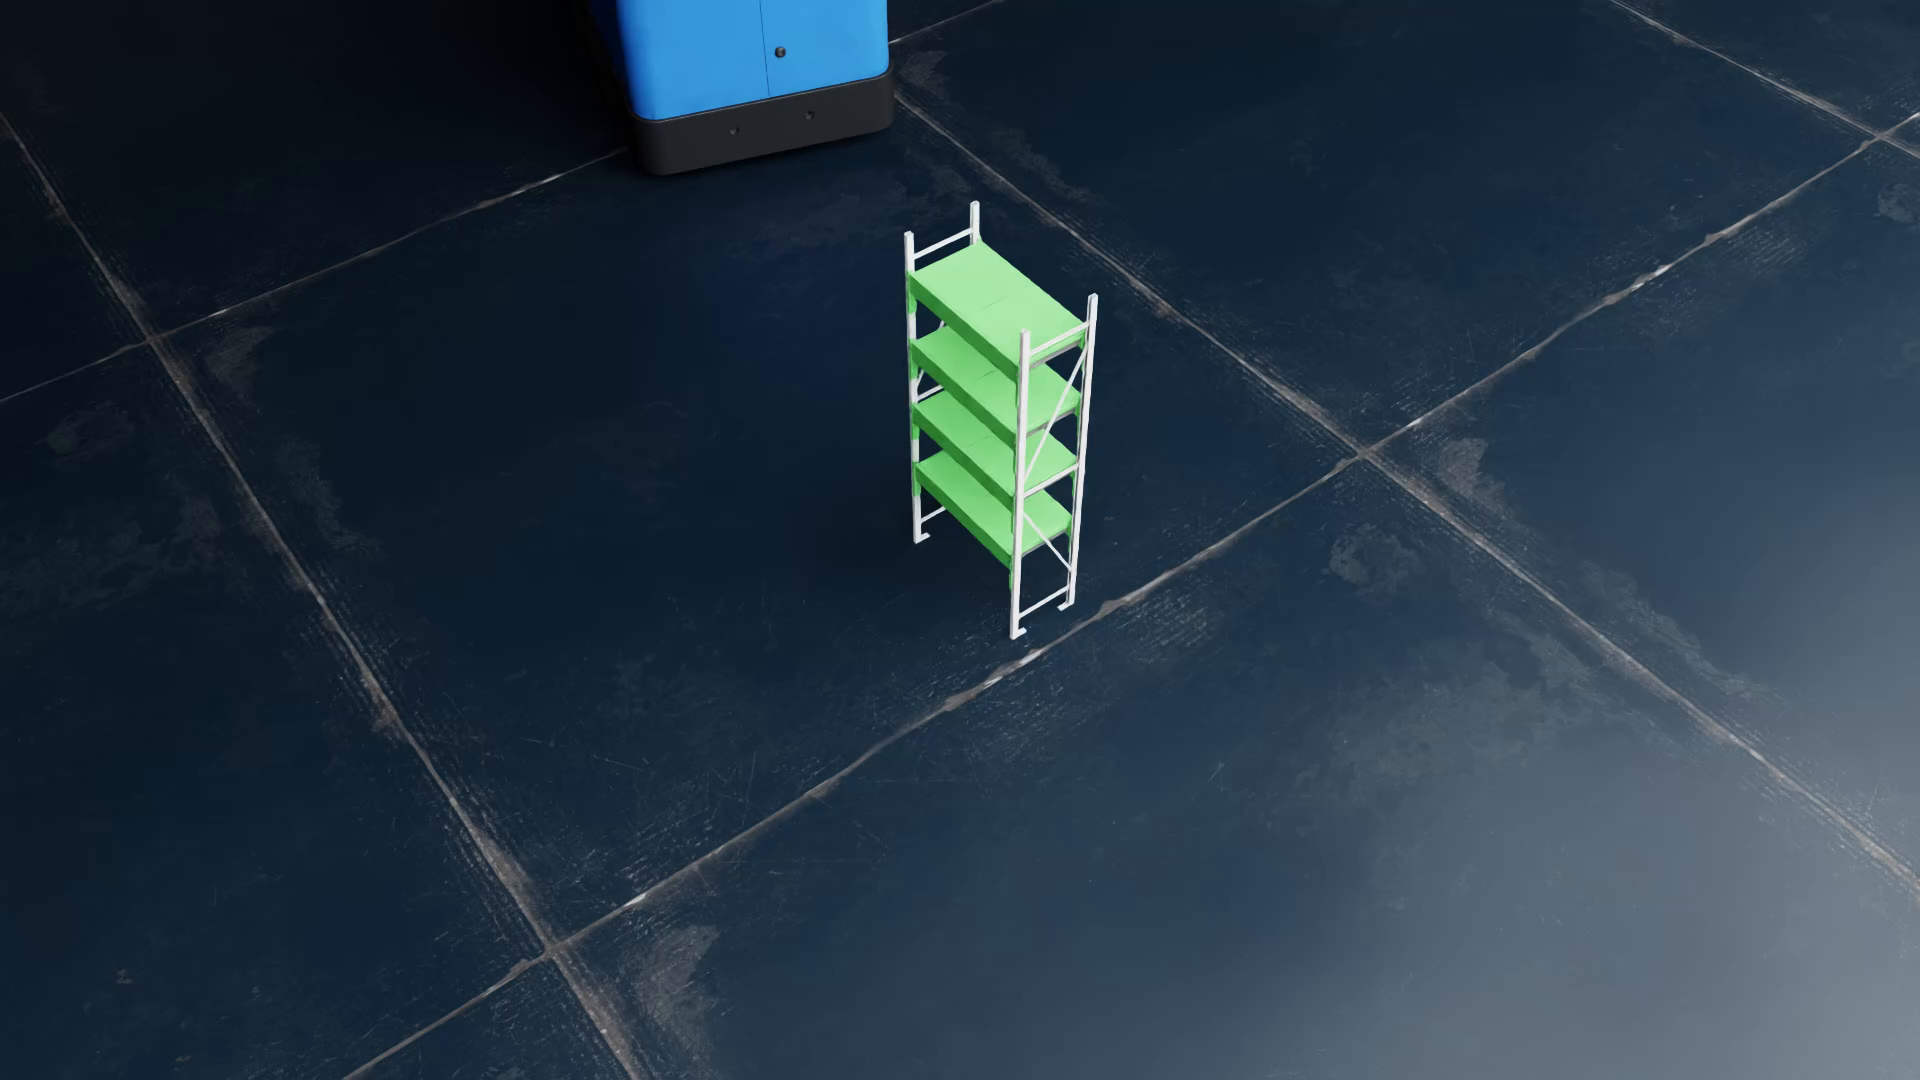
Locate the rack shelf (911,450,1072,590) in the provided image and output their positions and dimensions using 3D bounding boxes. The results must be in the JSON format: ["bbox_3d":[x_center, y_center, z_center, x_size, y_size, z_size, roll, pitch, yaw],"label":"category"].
[{"bbox_3d":[0.100,-0.101,4.942,0.258,0.148,0.480,-29,54,-24],"label":"rack shelf"}]

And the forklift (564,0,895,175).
[{"bbox_3d":[-1.244,-3.511,6.455,1.130,2.935,3.031,-15,50,-13],"label":"forklift"}]

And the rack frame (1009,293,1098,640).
[{"bbox_3d":[0.248,-0.162,4.587,0.240,1.200,0.015,-29,54,-24],"label":"rack frame"}]

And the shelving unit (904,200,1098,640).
[{"bbox_3d":[0.100,-0.305,4.717,0.258,1.200,0.503,-29,54,-24],"label":"shelving unit"}]

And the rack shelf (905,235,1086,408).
[{"bbox_3d":[0.100,-0.585,4.409,0.258,0.148,0.480,-29,54,-24],"label":"rack shelf"}]

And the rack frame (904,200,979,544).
[{"bbox_3d":[-0.048,-0.449,4.847,0.240,1.200,0.015,-29,54,-24],"label":"rack frame"}]

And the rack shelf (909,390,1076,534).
[{"bbox_3d":[0.100,-0.262,4.764,0.258,0.148,0.480,-29,54,-24],"label":"rack shelf"}]

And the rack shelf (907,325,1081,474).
[{"bbox_3d":[0.100,-0.424,4.587,0.258,0.148,0.480,-29,54,-24],"label":"rack shelf"}]
